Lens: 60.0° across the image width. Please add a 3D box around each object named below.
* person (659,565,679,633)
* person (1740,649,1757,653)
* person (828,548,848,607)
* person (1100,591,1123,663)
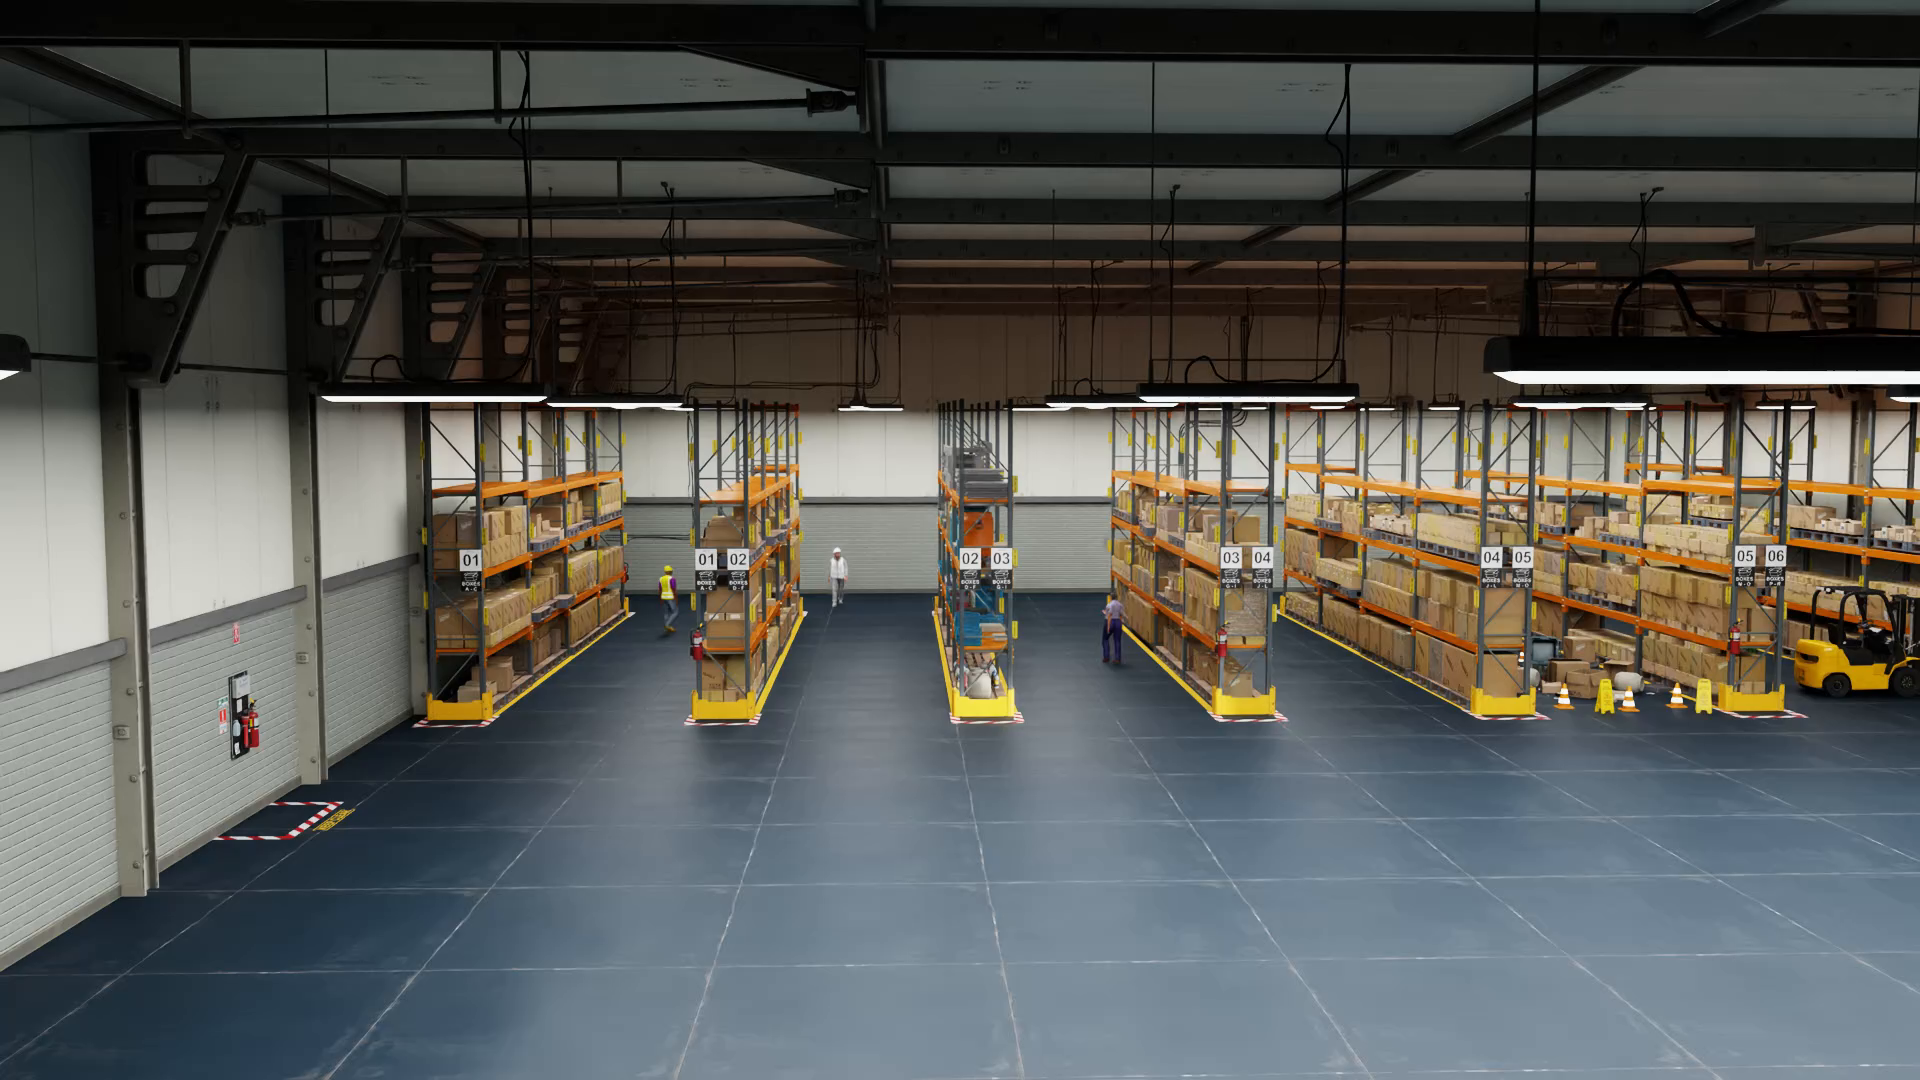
[{"bbox_3d":[-7.620,1.553,43.393,0.607,1.769,0.497,3,5,35],"label":"person"},{"bbox_3d":[17.093,2.116,36.027,0.506,1.824,0.548,-1,4,-8],"label":"person"},{"bbox_3d":[-3.642,1.097,49.476,0.599,1.714,1.074,0,4,-1],"label":"person"},{"bbox_3d":[3.540,2.029,38.215,0.505,1.689,0.569,-1,5,-18],"label":"person"}]
